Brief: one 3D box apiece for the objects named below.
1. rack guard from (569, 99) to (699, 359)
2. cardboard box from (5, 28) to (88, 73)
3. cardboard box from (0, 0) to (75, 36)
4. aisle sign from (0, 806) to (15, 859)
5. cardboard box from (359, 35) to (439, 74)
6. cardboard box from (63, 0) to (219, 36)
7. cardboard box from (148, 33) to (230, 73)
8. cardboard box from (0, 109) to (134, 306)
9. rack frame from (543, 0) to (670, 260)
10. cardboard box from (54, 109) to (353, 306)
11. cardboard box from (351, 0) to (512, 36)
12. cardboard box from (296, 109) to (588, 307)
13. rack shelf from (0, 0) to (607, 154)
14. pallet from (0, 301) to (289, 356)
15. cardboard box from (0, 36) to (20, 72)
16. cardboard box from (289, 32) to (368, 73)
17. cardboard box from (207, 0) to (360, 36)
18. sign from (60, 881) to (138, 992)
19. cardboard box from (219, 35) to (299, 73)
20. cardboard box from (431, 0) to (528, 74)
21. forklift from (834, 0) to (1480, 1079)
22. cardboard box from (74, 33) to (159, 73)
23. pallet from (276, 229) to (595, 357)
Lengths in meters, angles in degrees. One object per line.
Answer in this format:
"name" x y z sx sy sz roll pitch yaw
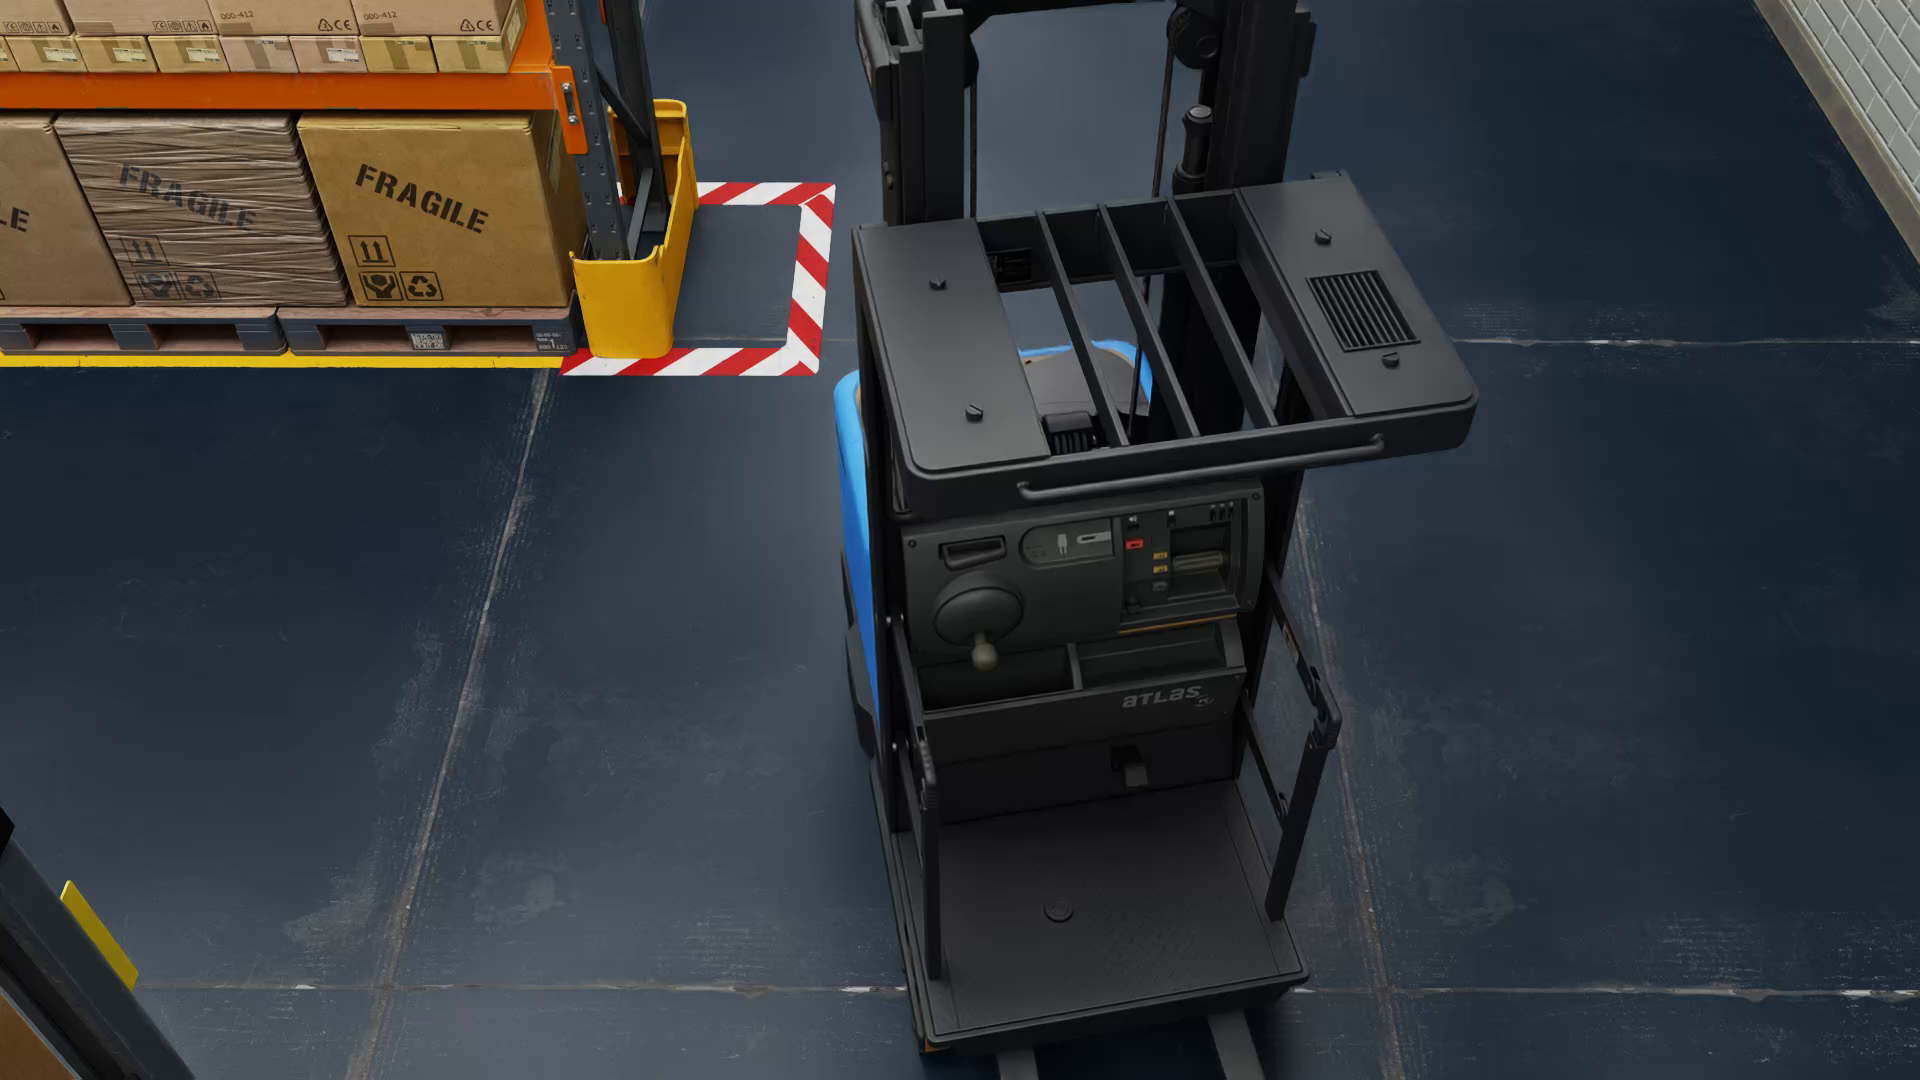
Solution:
"rack guard" -1.384 -1.358 7.172 0.348 0.500 1.175 0 47 0
"cardboard box" -3.294 -1.888 6.130 0.250 0.149 0.380 1 47 1
"cardboard box" -3.430 -2.068 6.025 0.500 0.250 0.500 0 47 0
"aisle sign" -1.453 0.316 2.131 0.004 0.787 0.394 0 47 0
"cardboard box" -2.025 -1.883 6.125 0.250 0.149 0.380 1 47 1
"cardboard box" -2.909 -2.070 6.027 0.500 0.250 0.500 -1 47 -1
"cardboard box" -2.786 -1.886 6.128 0.250 0.149 0.380 -1 47 -1
"cardboard box" -3.848 -1.577 6.833 0.875 0.875 0.875 0 47 0
"rack frame" -1.408 -2.210 6.257 0.127 3.000 1.000 0 47 0
"cardboard box" -2.958 -1.574 6.831 0.875 0.875 0.875 0 47 0
"cardboard box" -1.893 -2.067 6.024 0.500 0.250 0.500 -1 47 0
"cardboard box" -2.048 -1.572 6.829 0.875 0.875 0.875 0 47 0
"rack shelf" -3.408 -1.970 6.526 4.000 0.370 1.077 0 47 0
"pallet" -3.424 -1.210 7.232 1.213 0.211 1.003 0 47 0
"cardboard box" -3.554 -1.888 6.129 0.250 0.149 0.380 -1 47 -1
"cardboard box" -2.277 -1.885 6.127 0.250 0.149 0.380 0 47 0
"cardboard box" -2.400 -2.069 6.026 0.500 0.250 0.500 -1 47 -1
"sign" -1.525 0.729 2.931 0.005 0.325 0.100 0 47 0
"cardboard box" -2.527 -1.886 6.128 0.250 0.149 0.380 1 47 1
"cardboard box" -1.765 -1.884 6.126 0.250 0.149 0.380 1 47 1
"forklift" 0.361 0.191 4.070 1.130 2.935 3.031 -8 48 -7
"cardboard box" -3.046 -1.886 6.128 0.250 0.149 0.380 0 47 0
"pallet" -2.207 -1.204 7.227 1.213 0.211 1.003 0 47 0
